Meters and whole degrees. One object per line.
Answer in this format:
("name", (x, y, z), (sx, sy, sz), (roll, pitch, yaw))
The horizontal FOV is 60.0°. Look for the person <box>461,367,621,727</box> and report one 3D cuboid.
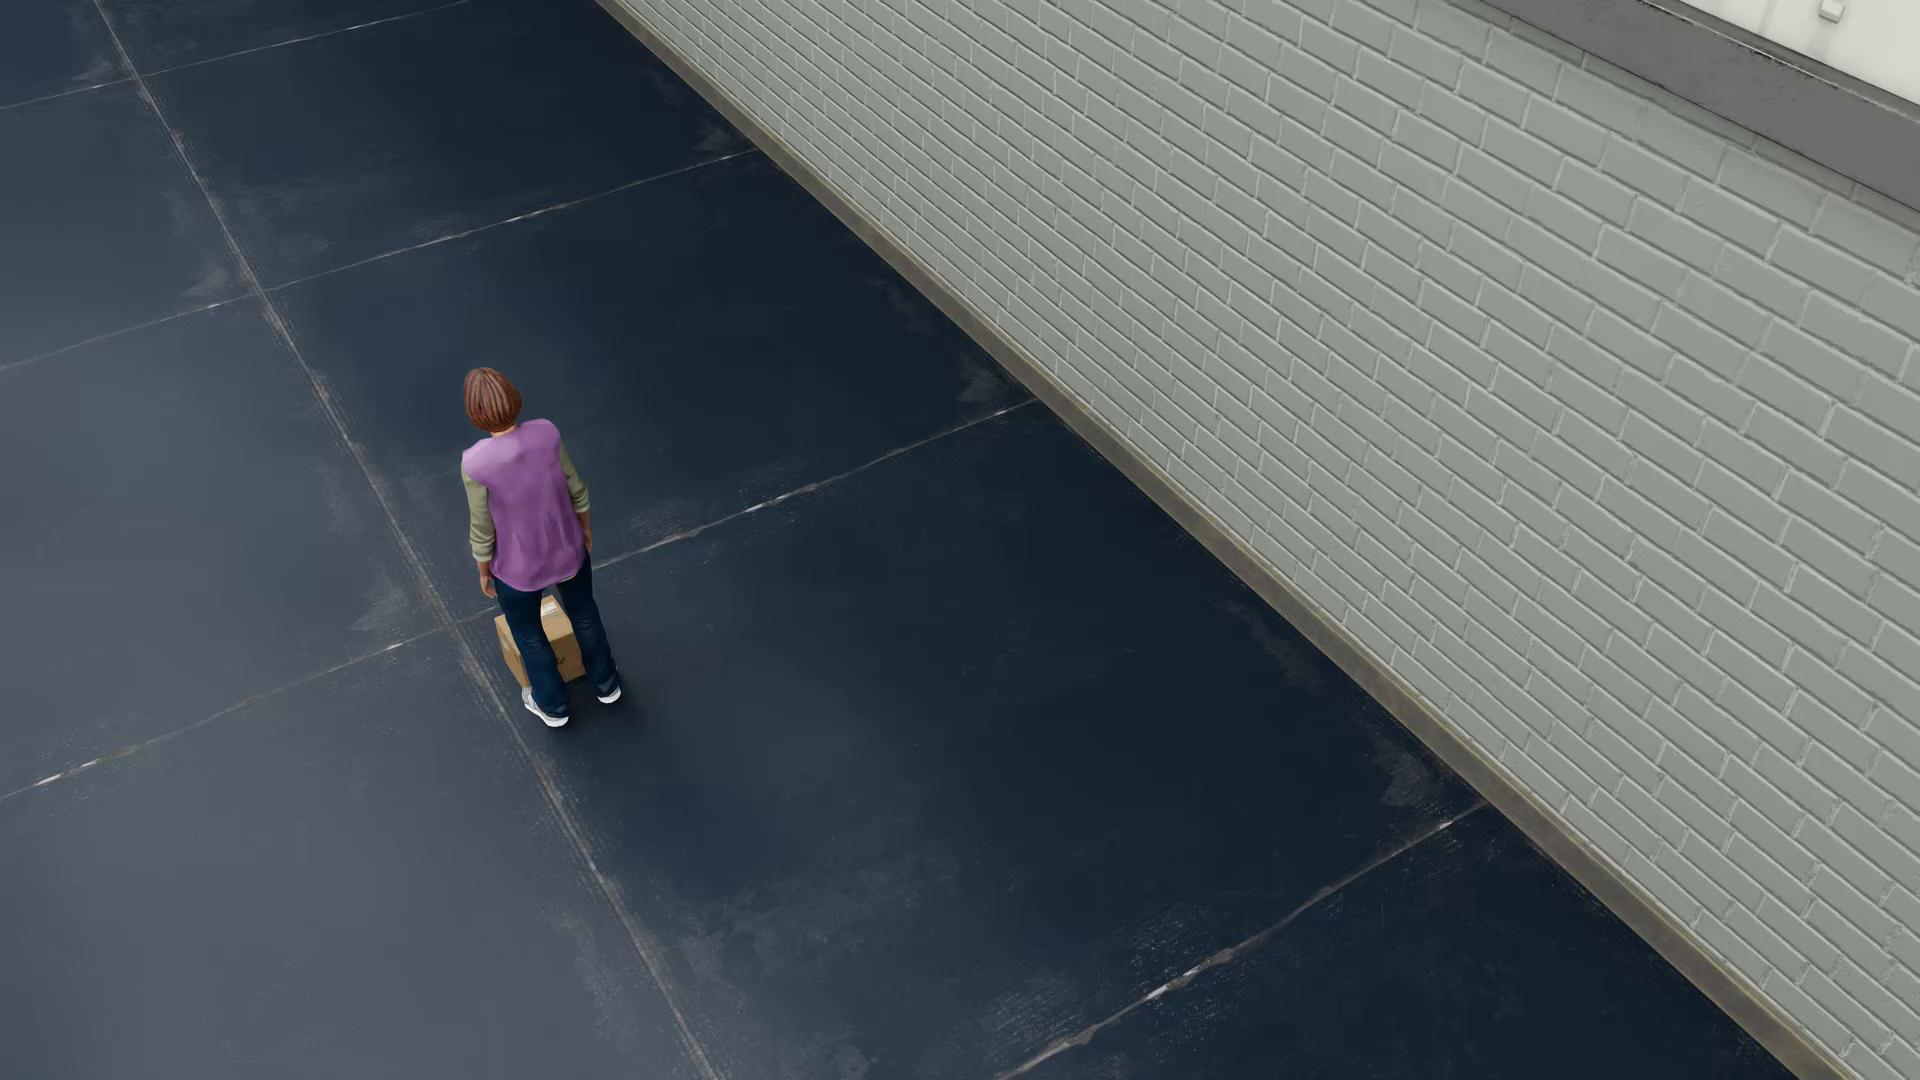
("person", (-1.548, 0.058, 6.103), (0.472, 1.590, 0.347), (-25, 47, -26))
